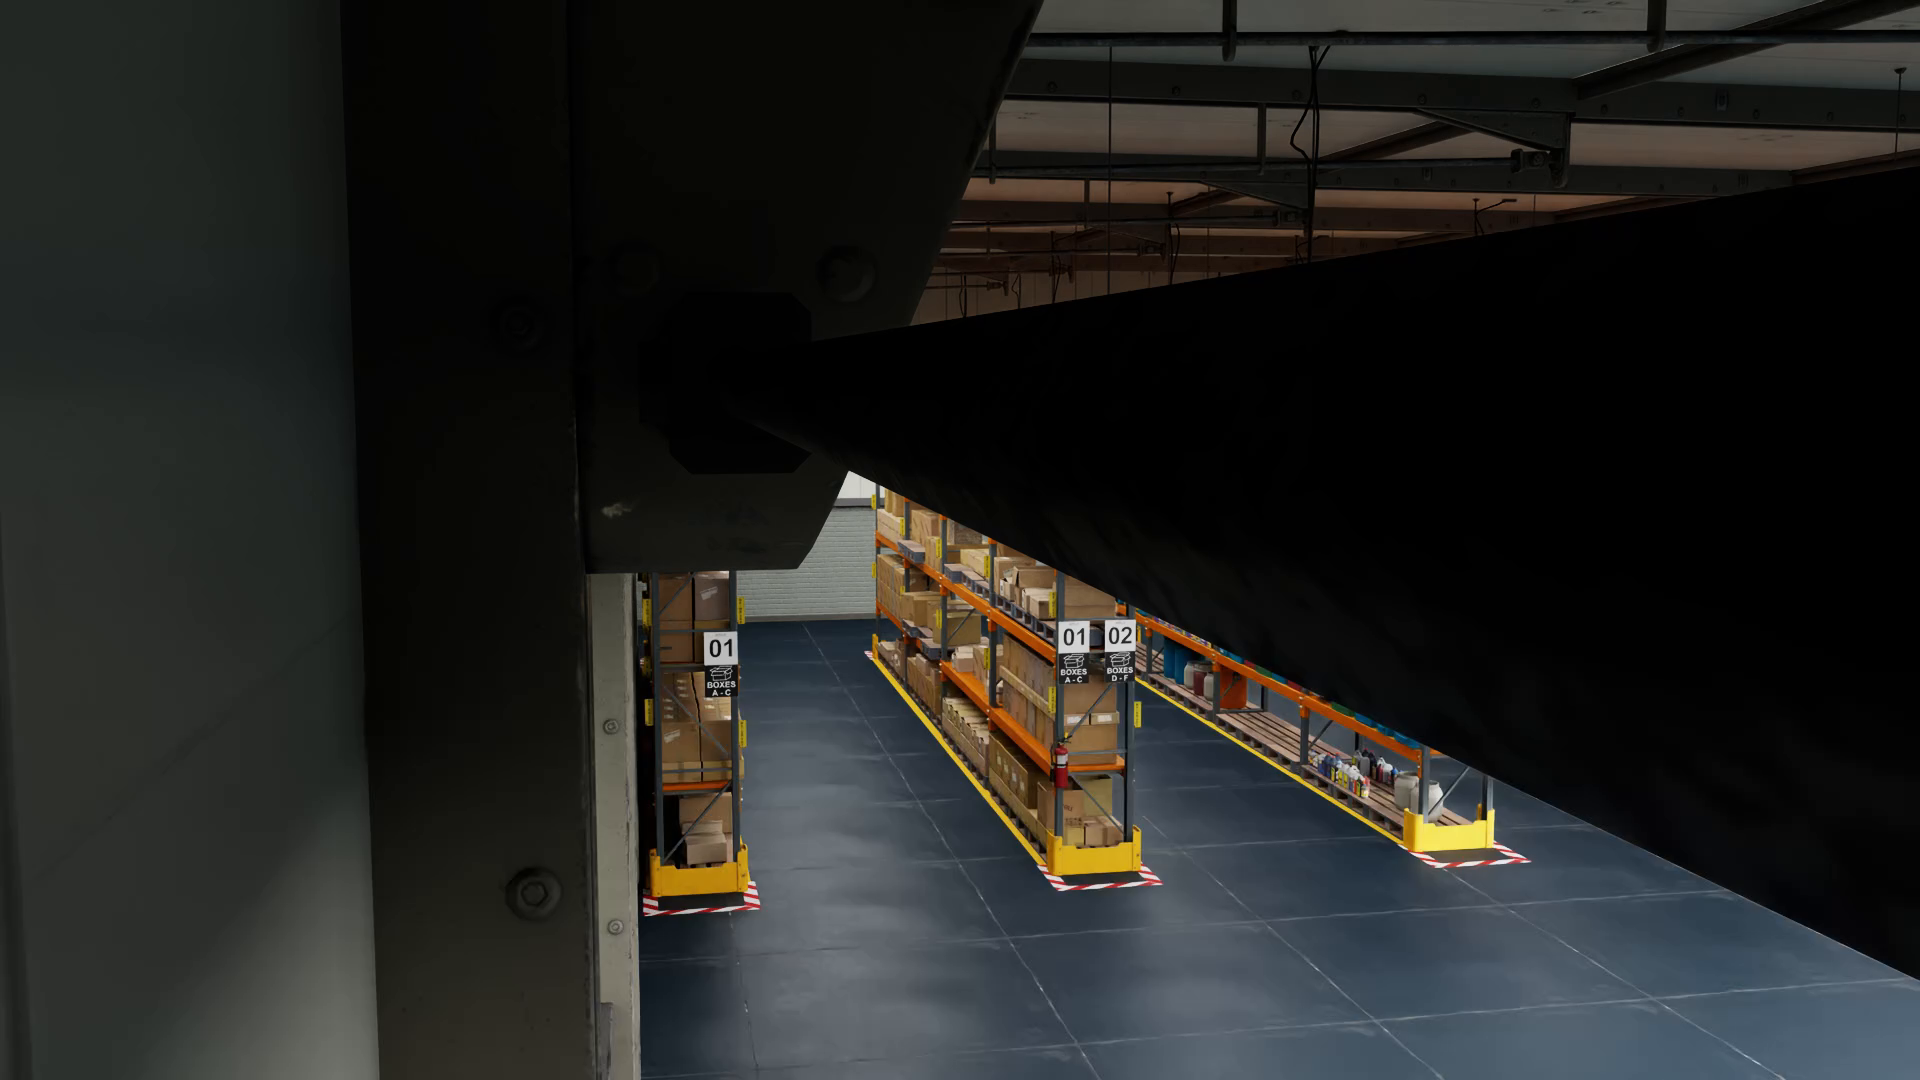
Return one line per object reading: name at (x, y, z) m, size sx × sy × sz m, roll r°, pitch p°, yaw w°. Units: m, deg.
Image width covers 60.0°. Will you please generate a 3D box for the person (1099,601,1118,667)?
person at (3.073, 1.819, 35.553) m, size 0.599 × 1.714 × 1.109 m, roll 2°, pitch 6°, yaw 19°
